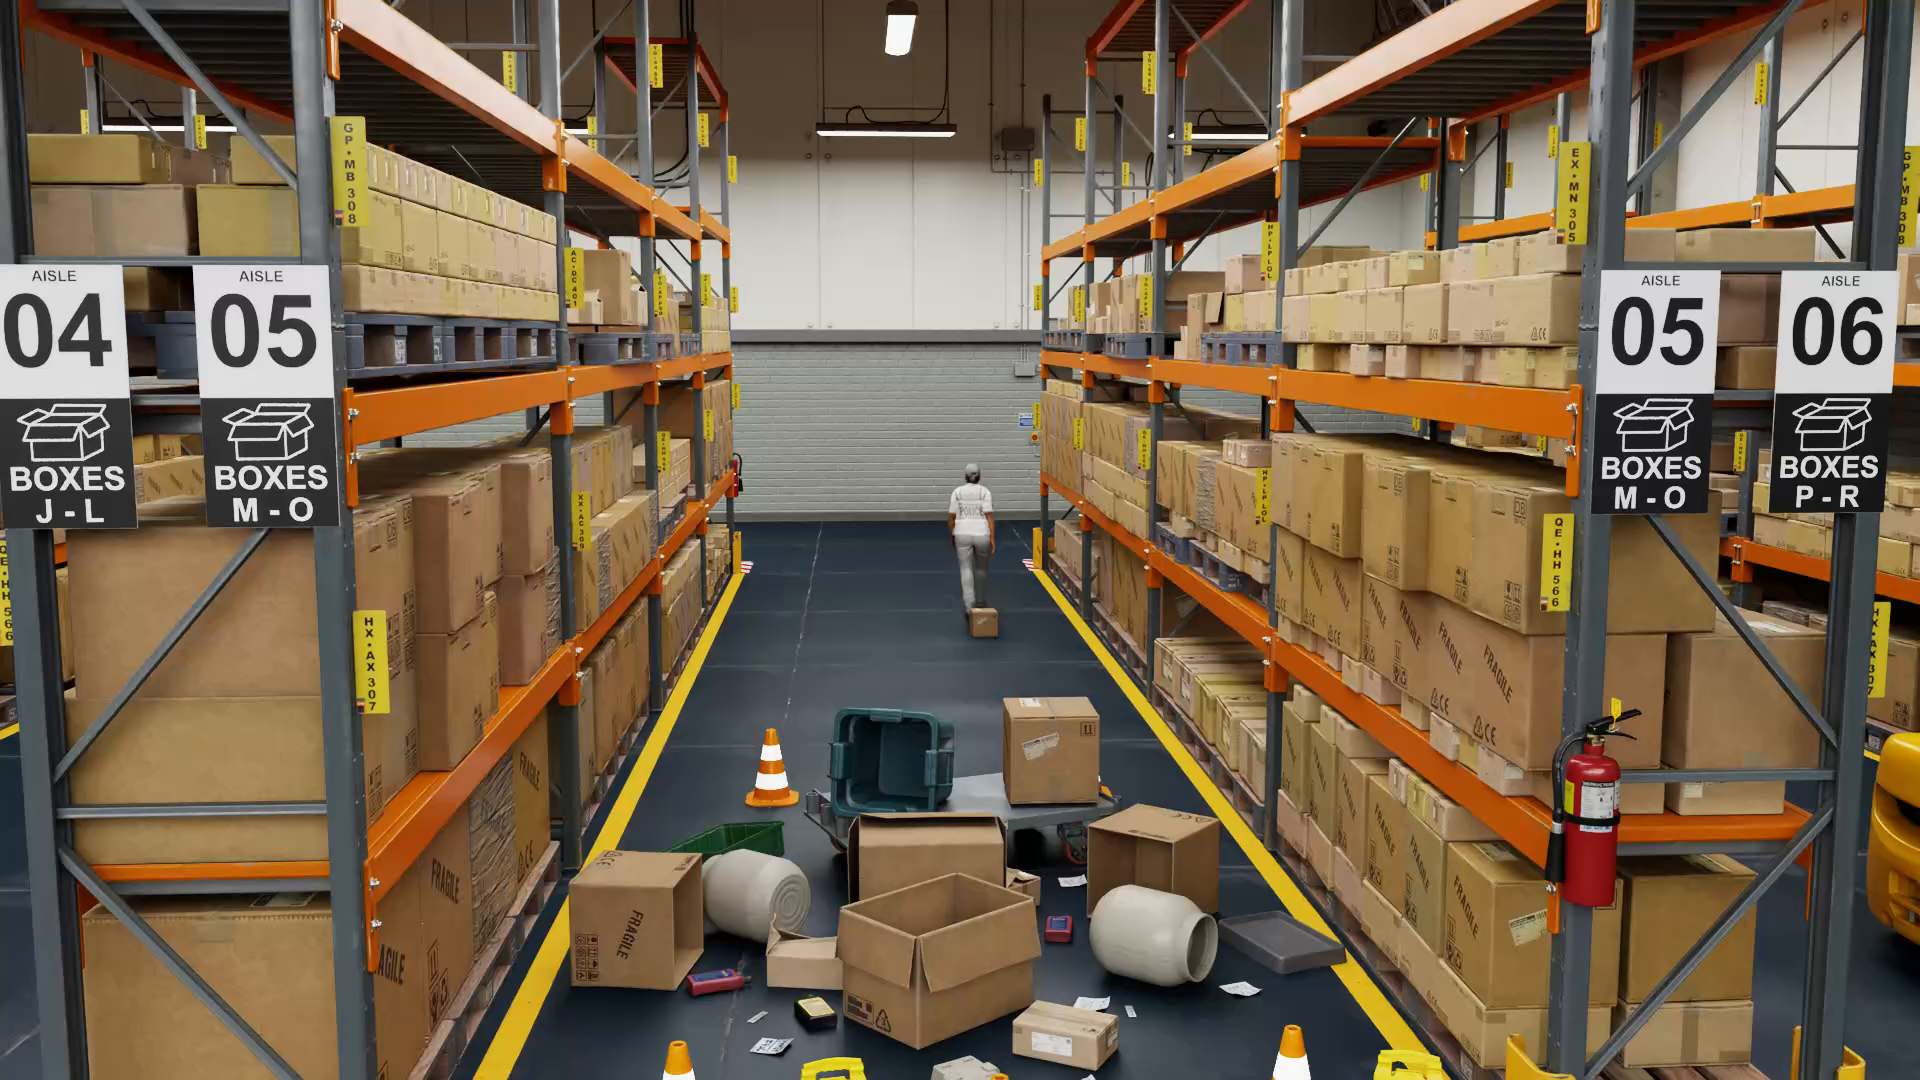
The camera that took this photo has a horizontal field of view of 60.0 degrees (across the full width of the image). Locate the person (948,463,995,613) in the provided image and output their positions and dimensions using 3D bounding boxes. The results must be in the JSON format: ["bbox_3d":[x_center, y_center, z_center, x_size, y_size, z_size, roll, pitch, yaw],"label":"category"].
[{"bbox_3d":[0.122,-0.030,18.020,0.499,1.595,1.039,0,7,-2],"label":"person"}]
